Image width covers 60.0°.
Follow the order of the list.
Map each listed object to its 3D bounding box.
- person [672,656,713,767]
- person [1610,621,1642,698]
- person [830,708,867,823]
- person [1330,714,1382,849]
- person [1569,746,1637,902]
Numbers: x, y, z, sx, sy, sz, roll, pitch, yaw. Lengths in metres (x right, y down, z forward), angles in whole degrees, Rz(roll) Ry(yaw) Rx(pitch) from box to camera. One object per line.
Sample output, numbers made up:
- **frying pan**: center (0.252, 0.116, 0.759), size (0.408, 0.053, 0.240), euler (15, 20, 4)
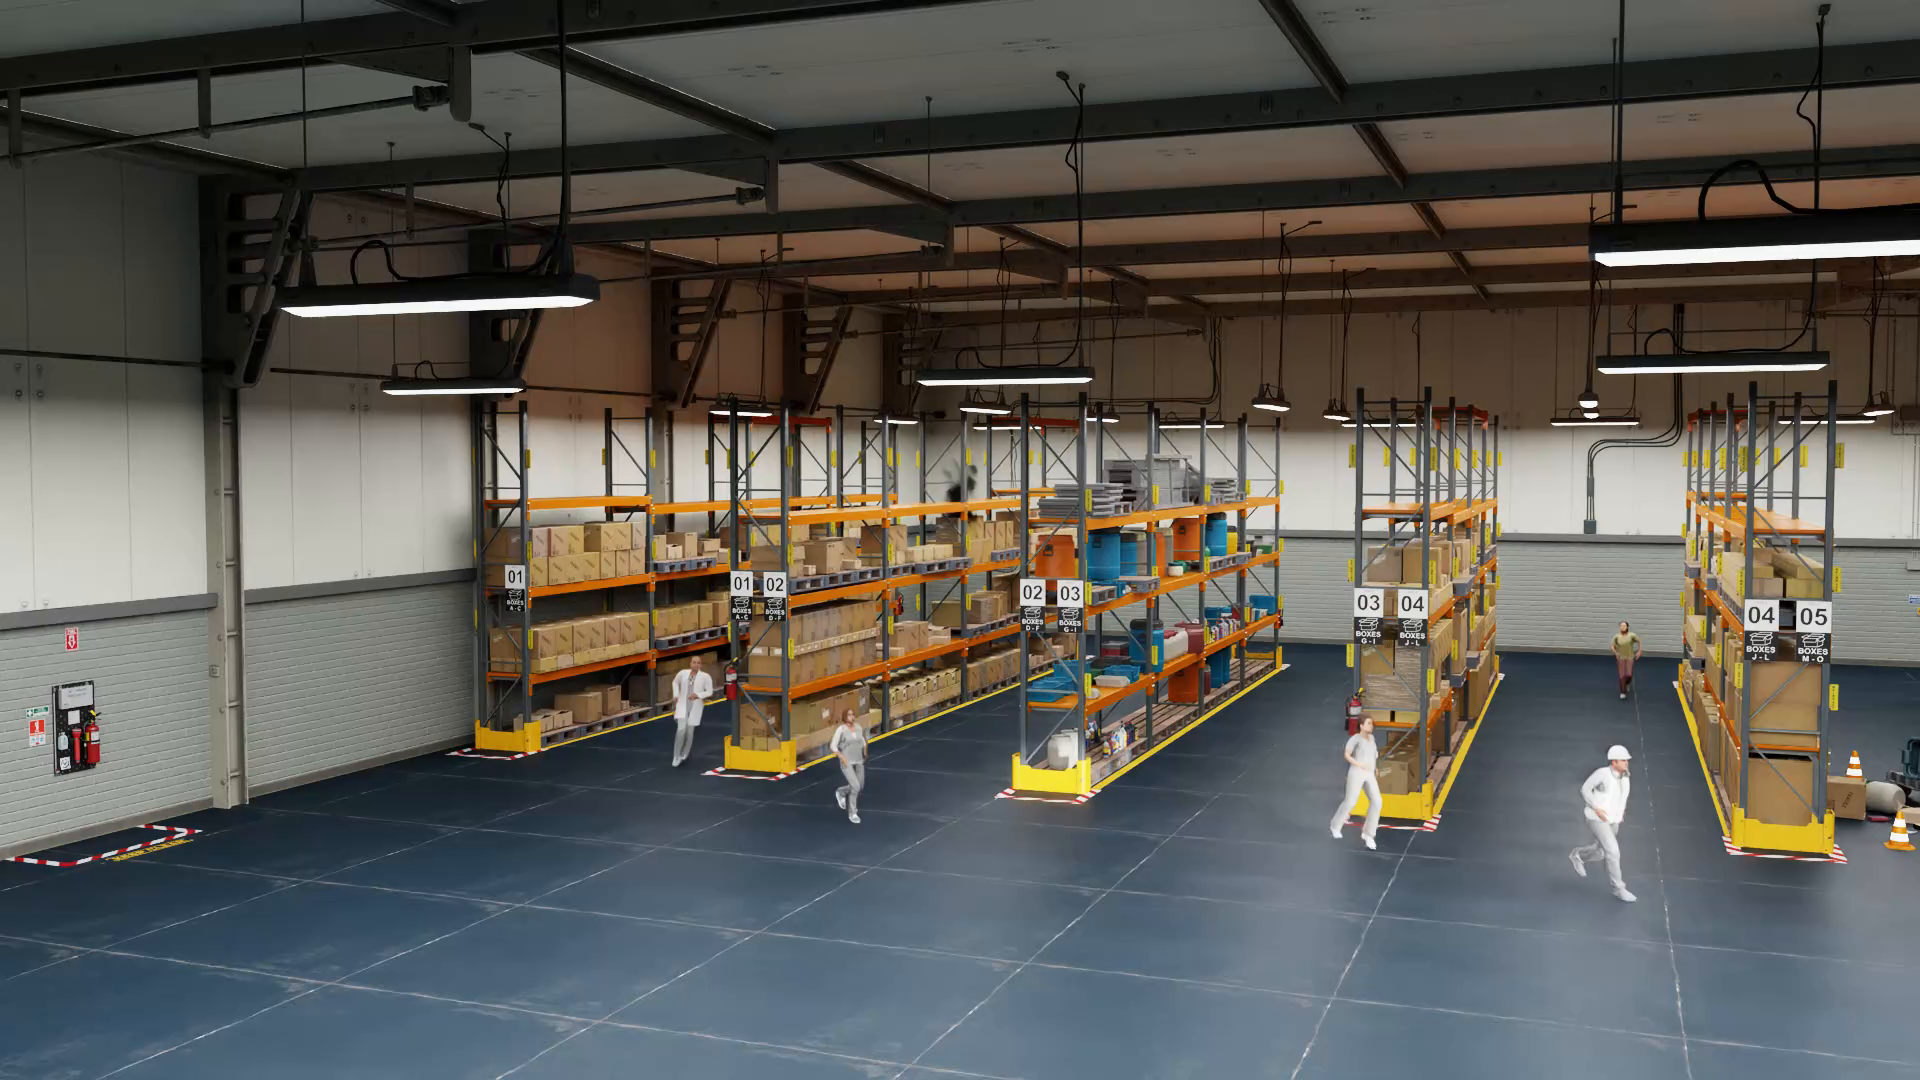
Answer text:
- **person**: center (-4.393, 2.813, 27.321), size (0.668, 1.817, 0.745), euler (0, 3, -7)
- **person**: center (13.917, 2.505, 34.773), size (0.603, 1.629, 0.602), euler (1, 3, 27)
- **person**: center (-1.549, 3.107, 23.097), size (0.535, 1.574, 0.579), euler (-2, 3, -36)
- **person**: center (5.248, 3.116, 21.721), size (0.613, 1.691, 0.787), euler (-1, 3, -27)
- **person**: center (7.380, 3.204, 19.175), size (0.664, 1.746, 0.977), euler (-1, 3, -25)
